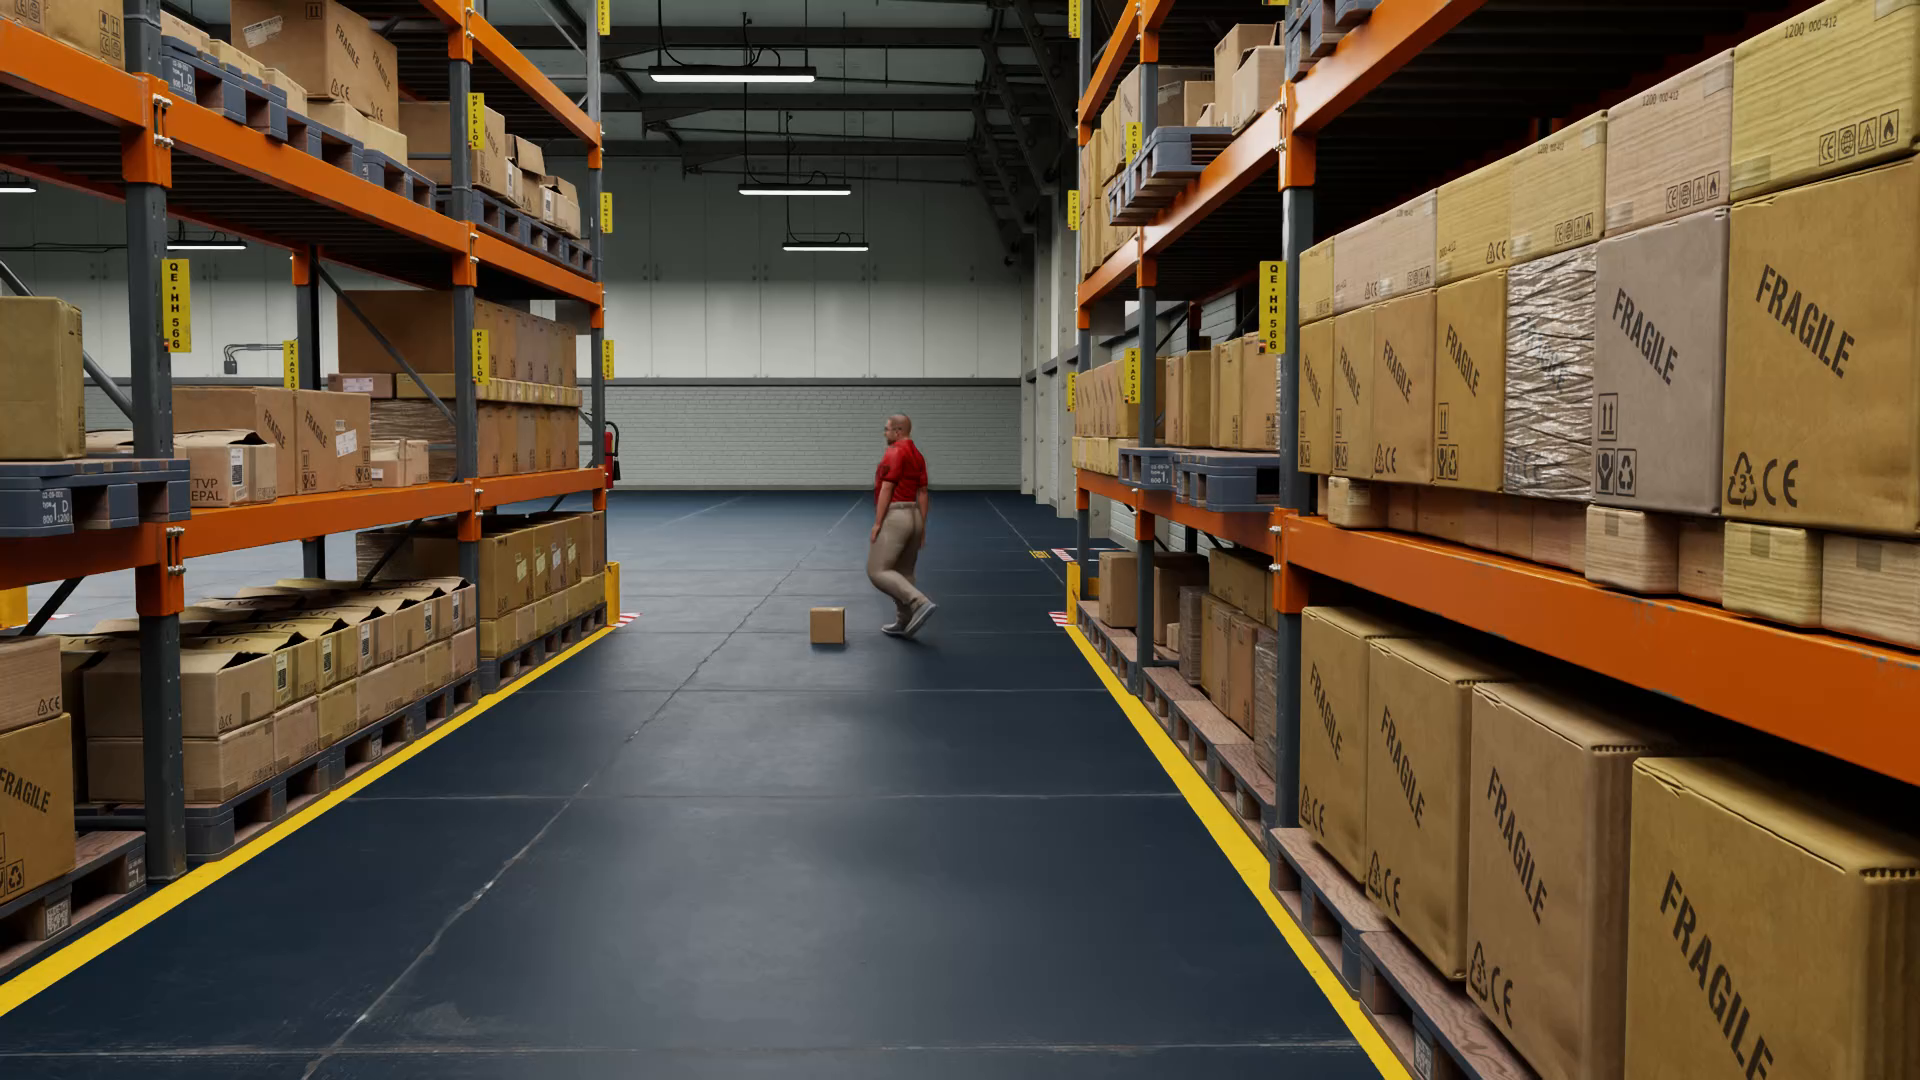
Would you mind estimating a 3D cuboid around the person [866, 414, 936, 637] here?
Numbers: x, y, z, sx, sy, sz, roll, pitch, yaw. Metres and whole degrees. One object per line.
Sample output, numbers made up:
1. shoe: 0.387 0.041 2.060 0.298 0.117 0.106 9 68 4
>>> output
1. person: -0.419 -0.104 12.733 0.634 1.721 0.641 2 4 22
